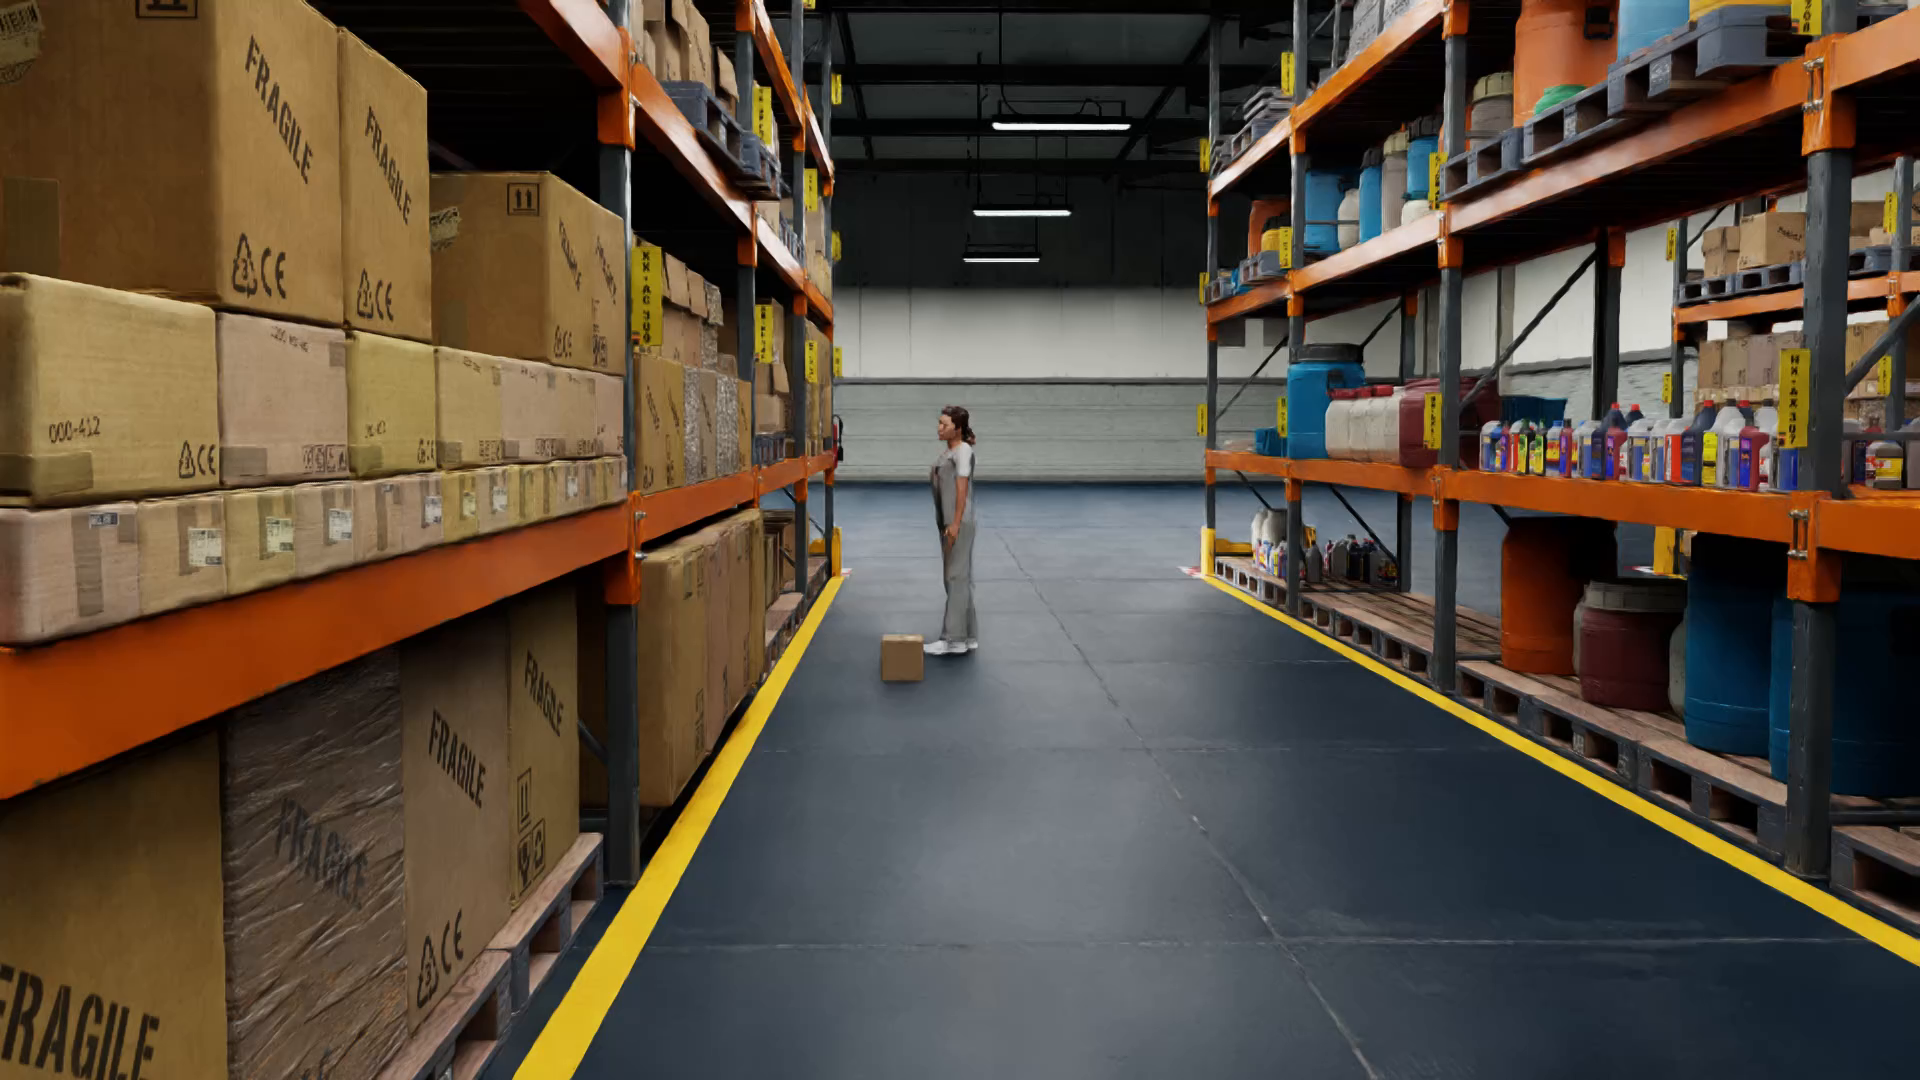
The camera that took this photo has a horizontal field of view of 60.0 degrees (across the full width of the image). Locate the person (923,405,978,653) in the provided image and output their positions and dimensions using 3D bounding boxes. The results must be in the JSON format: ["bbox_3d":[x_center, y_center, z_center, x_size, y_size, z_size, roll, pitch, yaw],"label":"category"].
[{"bbox_3d":[-0.064,-0.075,11.268,0.441,1.677,0.583,-1,4,-14],"label":"person"}]
